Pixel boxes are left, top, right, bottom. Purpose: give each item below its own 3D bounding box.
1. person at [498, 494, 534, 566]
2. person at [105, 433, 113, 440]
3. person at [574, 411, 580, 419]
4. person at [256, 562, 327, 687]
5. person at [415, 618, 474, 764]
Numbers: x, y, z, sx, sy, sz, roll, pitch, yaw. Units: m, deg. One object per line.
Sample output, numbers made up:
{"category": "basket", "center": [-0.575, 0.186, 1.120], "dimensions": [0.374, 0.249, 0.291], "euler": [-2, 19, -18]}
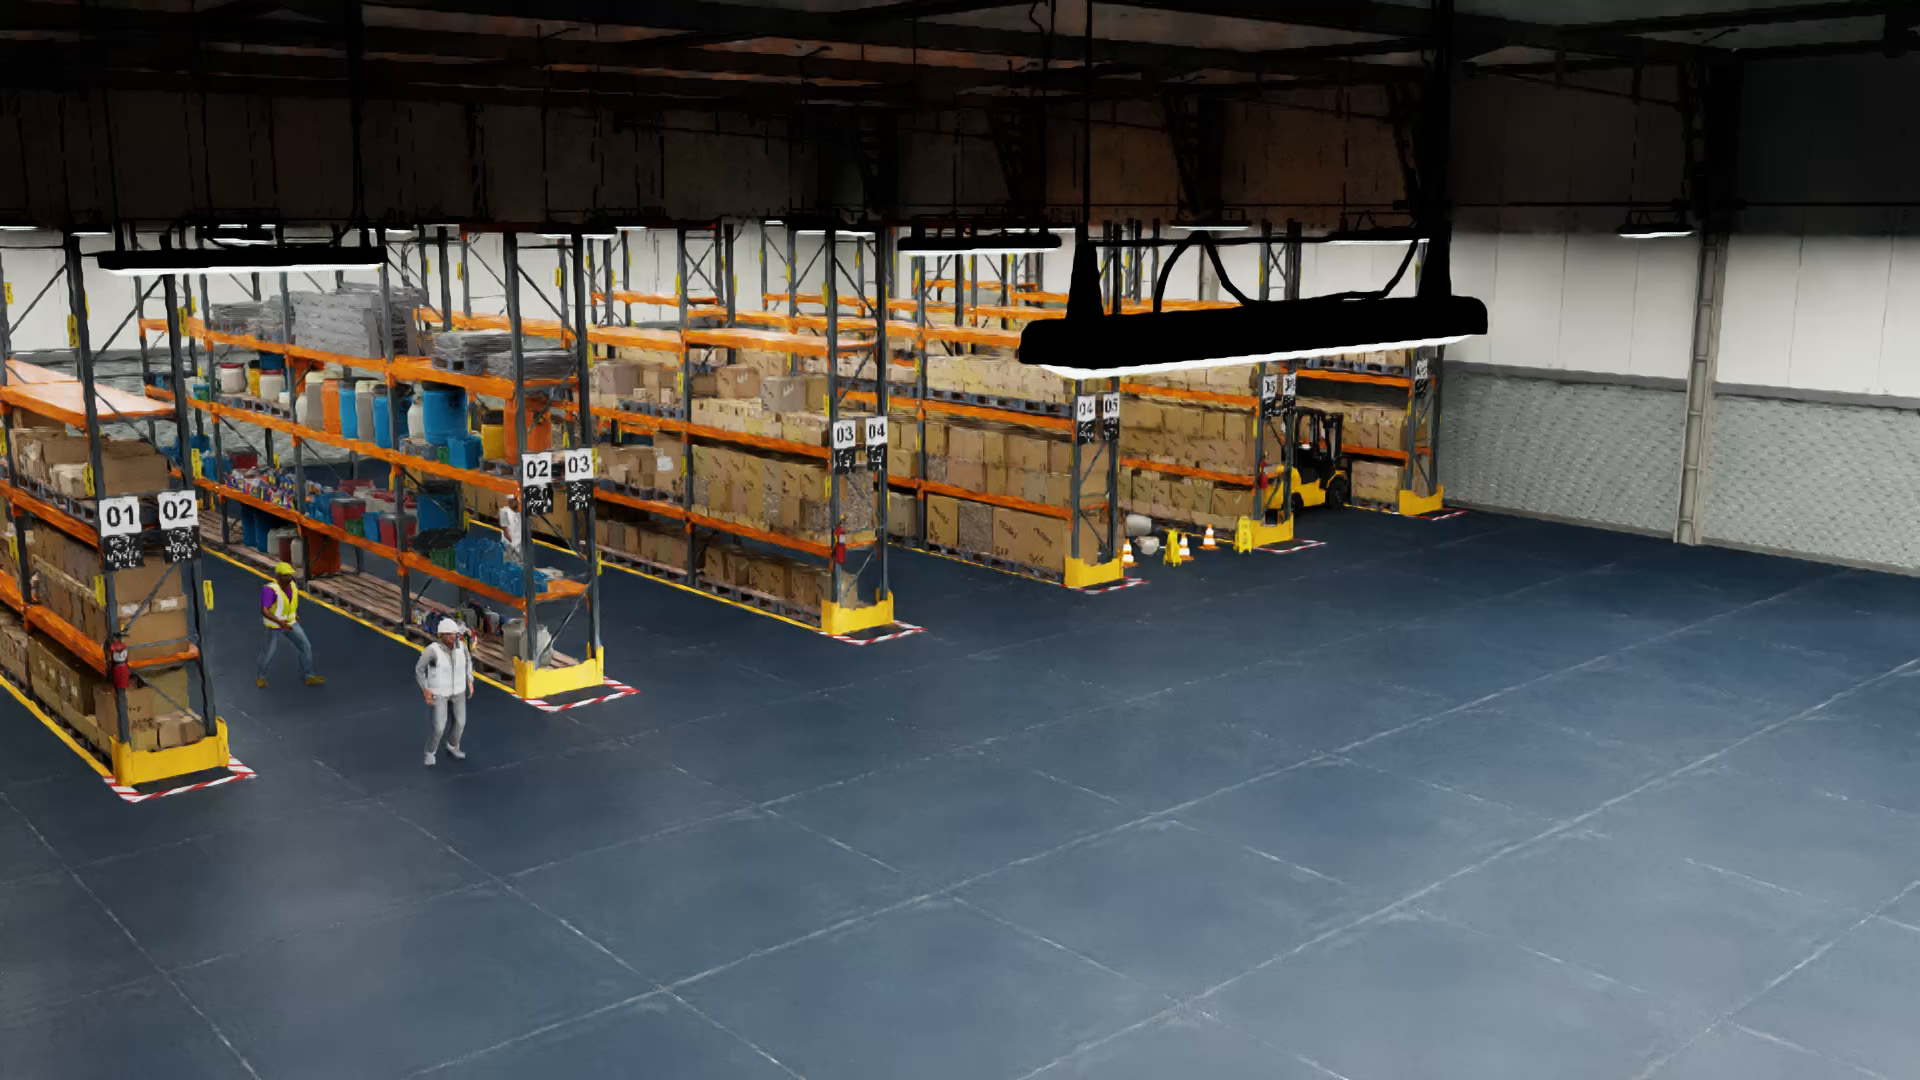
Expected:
{"category": "person", "center": [-7.316, 0.017, 27.372], "dimensions": [1.031, 1.724, 0.550], "euler": [9, 15, 39]}
{"category": "person", "center": [-17.967, -1.508, 35.315], "dimensions": [0.534, 1.582, 0.933], "euler": [-4, 12, -20]}
{"category": "person", "center": [-9.895, -3.141, 43.026], "dimensions": [0.513, 1.750, 0.725], "euler": [0, 11, 2]}
{"category": "person", "center": [-8.997, 1.107, 22.050], "dimensions": [0.828, 1.700, 0.705], "euler": [7, 13, 30]}
{"category": "person", "center": [-5.882, 1.716, 19.048], "dimensions": [0.677, 1.726, 0.574], "euler": [-10, 15, -42]}
